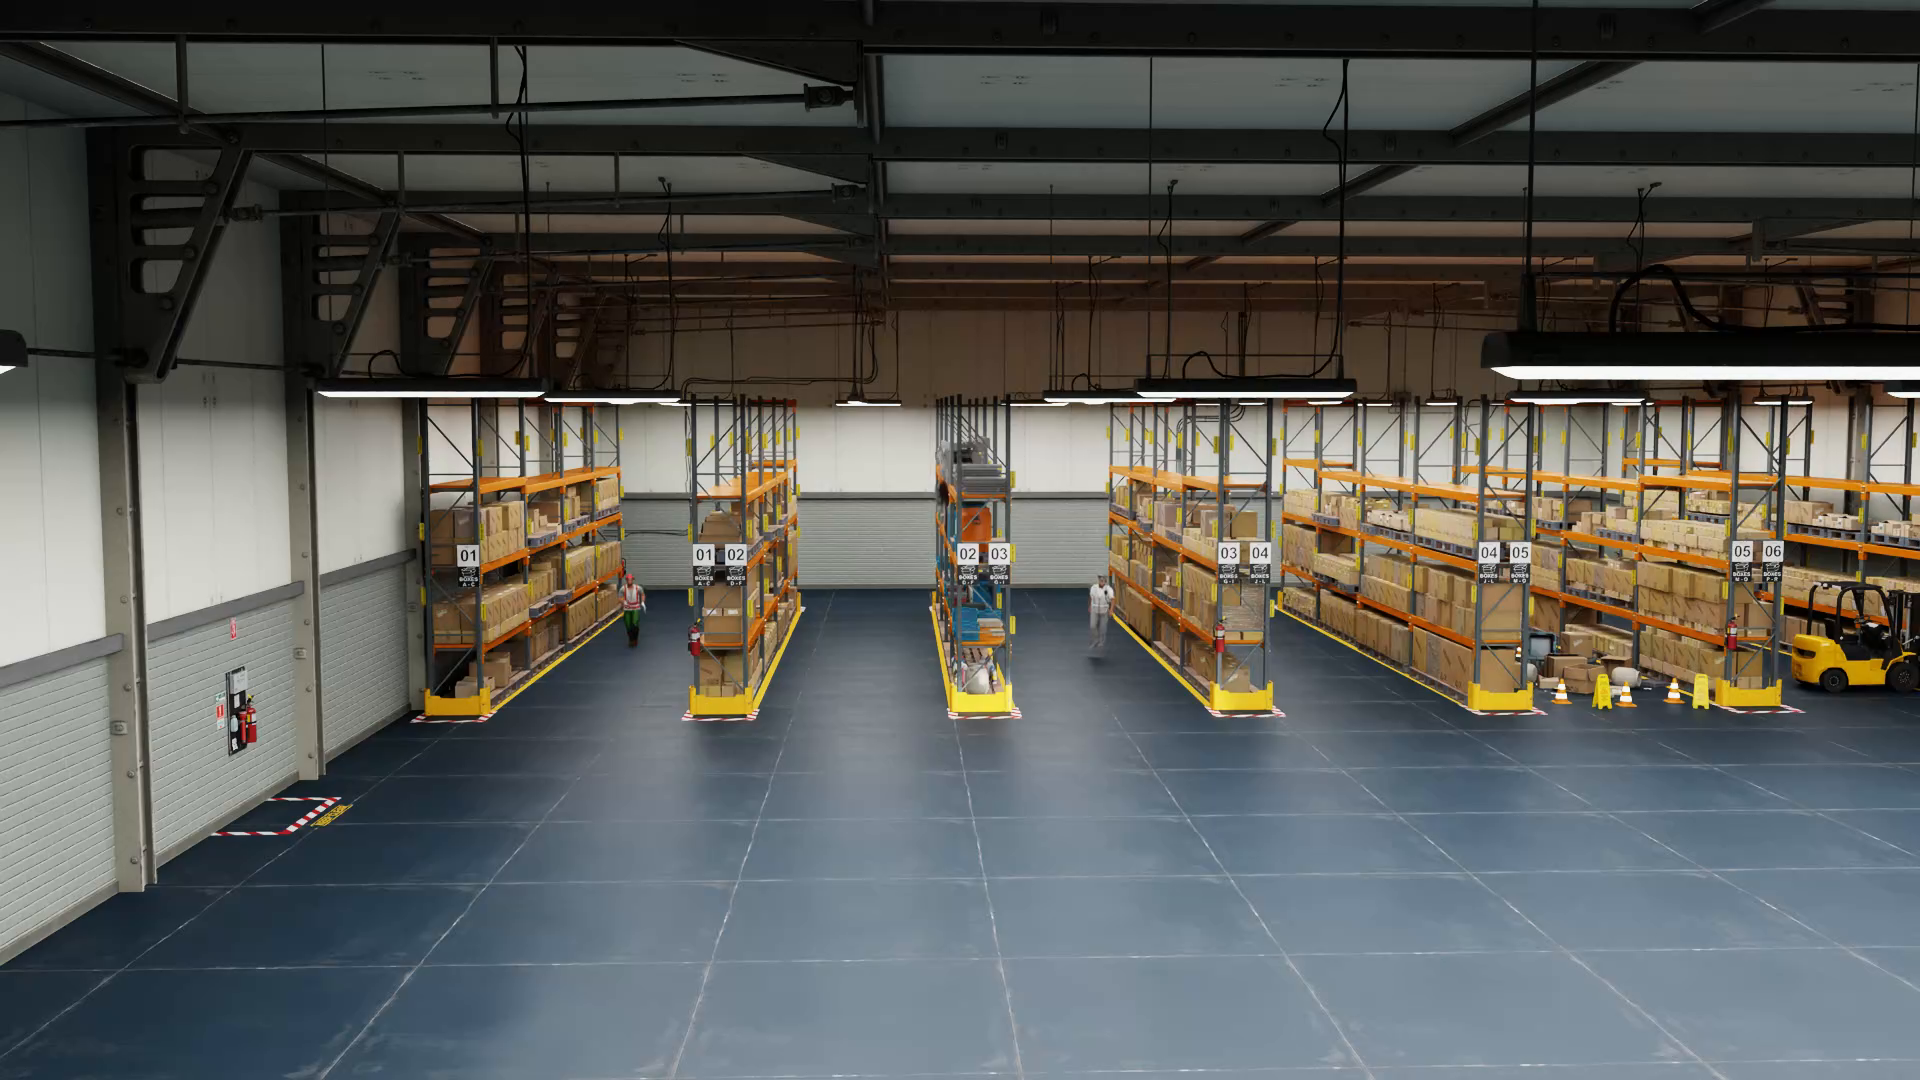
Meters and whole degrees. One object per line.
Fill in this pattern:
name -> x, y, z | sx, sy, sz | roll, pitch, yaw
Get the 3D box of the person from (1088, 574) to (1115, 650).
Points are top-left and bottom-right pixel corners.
person -> 3.205, 1.630, 37.765 | 0.662, 1.734, 0.740 | 1, 5, 12

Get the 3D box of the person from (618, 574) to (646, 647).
person -> -7.882, 1.691, 39.911 | 0.640, 1.766, 0.777 | 0, 5, -5
